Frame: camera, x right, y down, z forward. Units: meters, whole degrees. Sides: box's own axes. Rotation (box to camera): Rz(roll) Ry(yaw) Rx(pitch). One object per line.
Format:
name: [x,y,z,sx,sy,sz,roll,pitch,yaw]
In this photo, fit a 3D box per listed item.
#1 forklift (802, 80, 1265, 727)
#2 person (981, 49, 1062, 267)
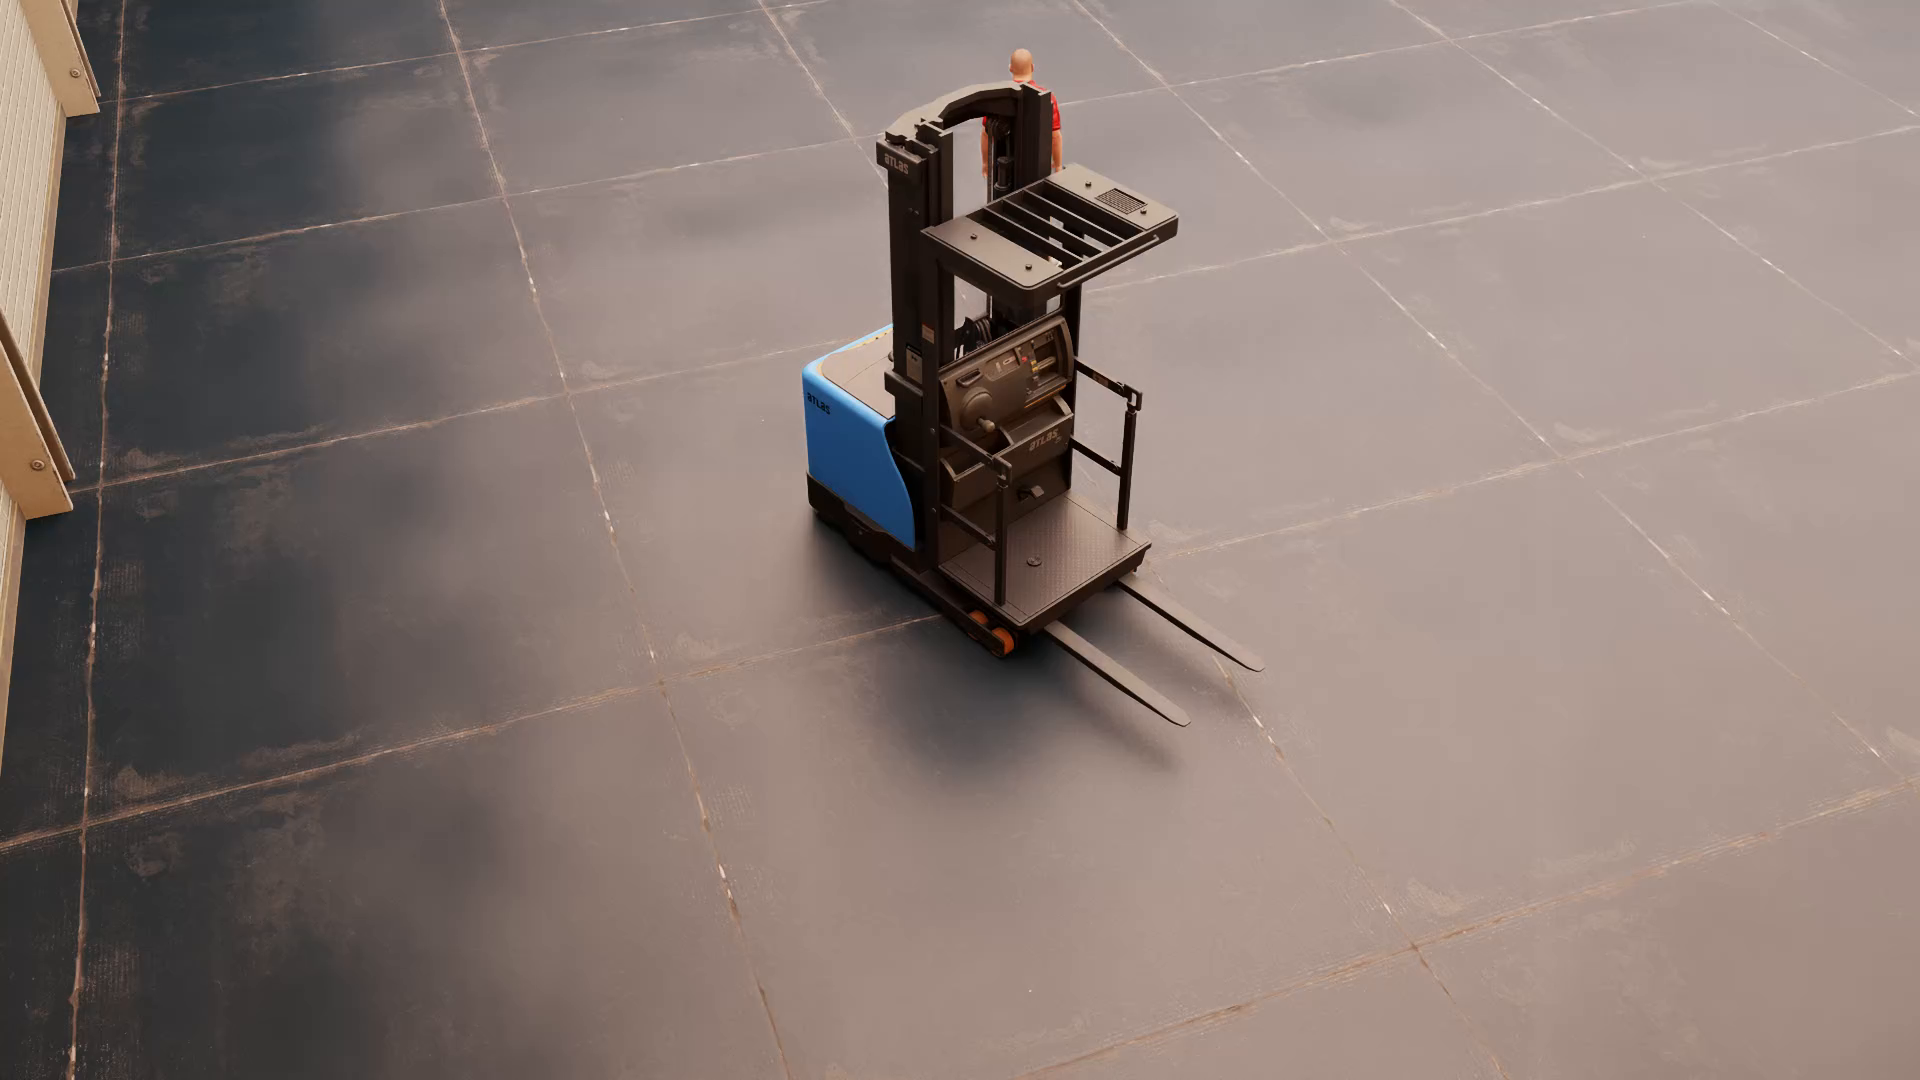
forklift: [0.409,-0.833,8.988,1.130,2.935,3.031,-30,49,-31]
person: [0.453,-2.744,12.200,0.597,1.727,0.388,5,40,6]
